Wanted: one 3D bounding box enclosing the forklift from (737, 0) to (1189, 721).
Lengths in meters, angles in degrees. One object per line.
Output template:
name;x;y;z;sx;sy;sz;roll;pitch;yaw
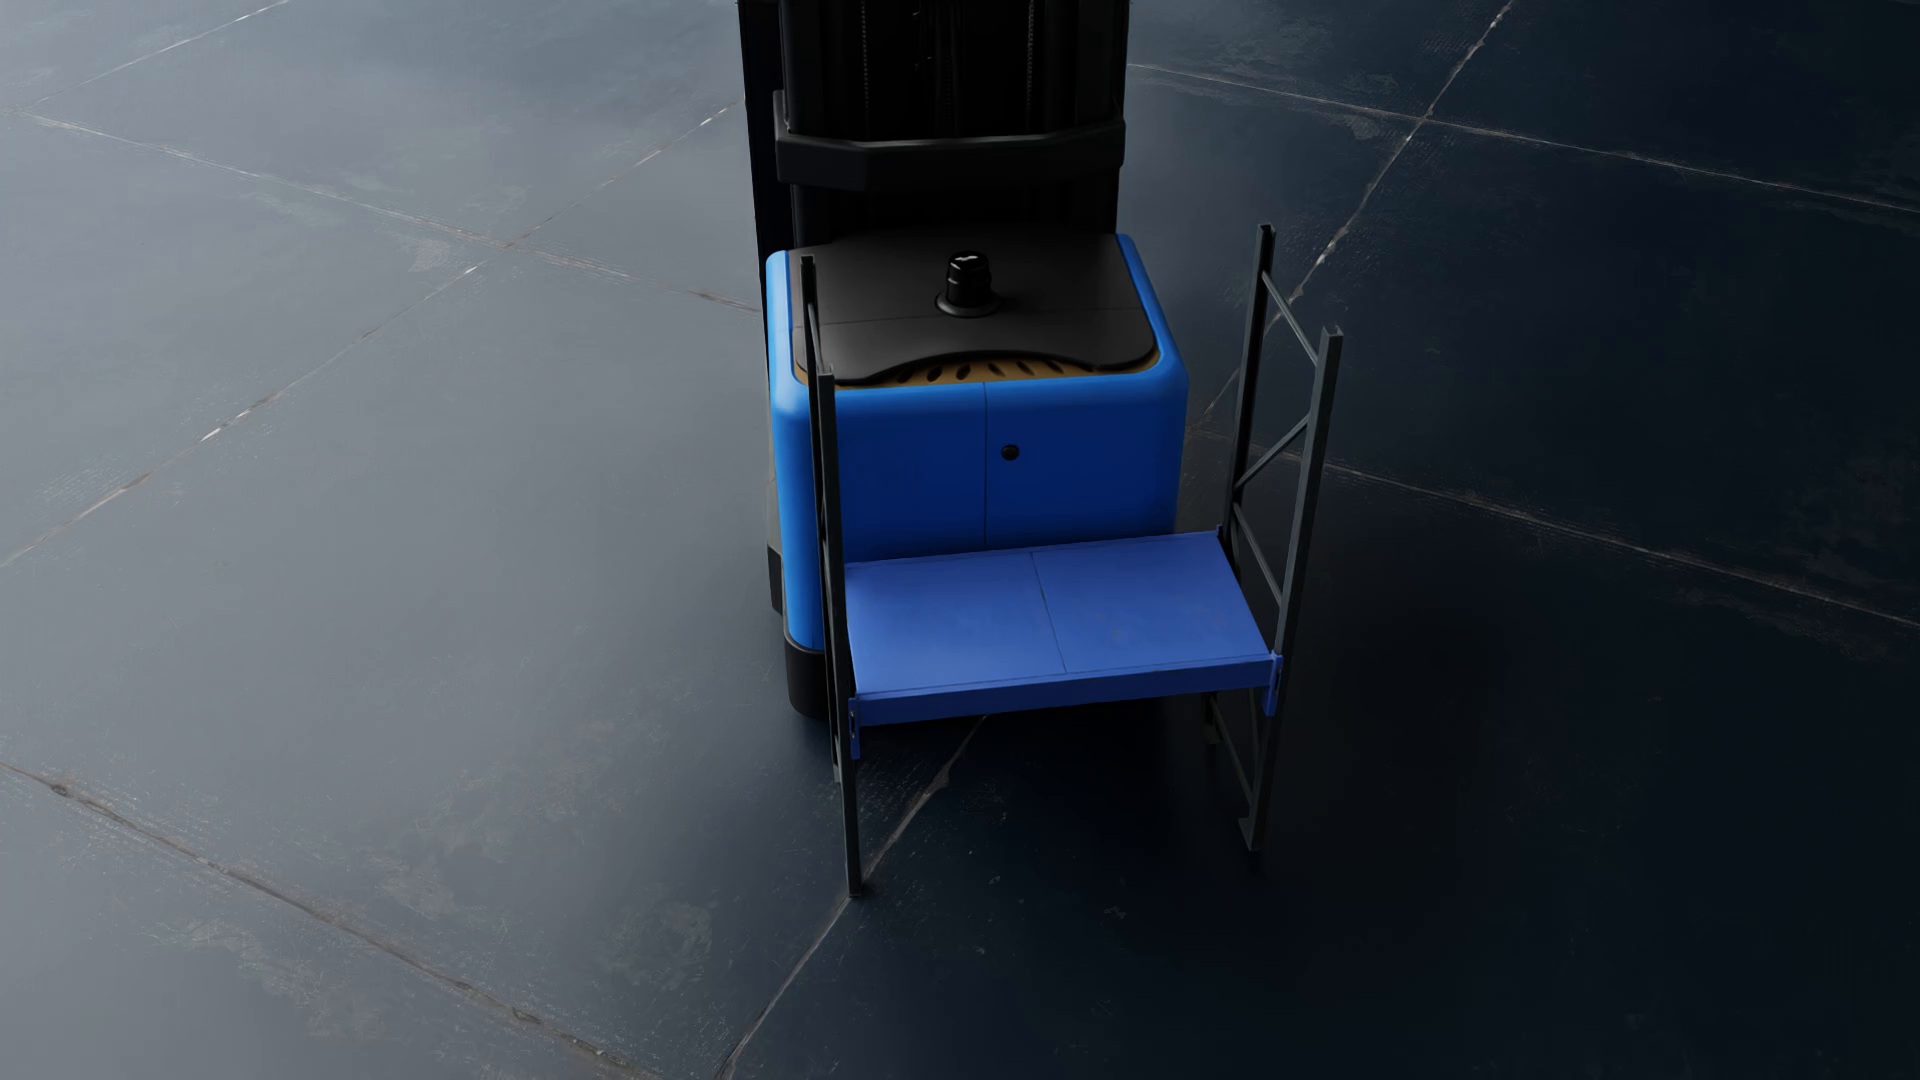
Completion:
forklift;-0.099;-1.560;4.880;1.130;2.935;3.031;-4;37;-5

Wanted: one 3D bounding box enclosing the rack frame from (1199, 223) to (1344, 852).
rack frame;0.712;0.043;3.953;0.032;1.500;0.500;-5;38;-7

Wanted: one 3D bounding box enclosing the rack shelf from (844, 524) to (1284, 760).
rack shelf;0.209;0.231;4.003;1.000;0.185;0.538;-5;38;-7

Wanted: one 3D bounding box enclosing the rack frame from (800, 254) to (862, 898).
rack frame;-0.293;0.132;3.835;0.032;1.500;0.500;-5;38;-7

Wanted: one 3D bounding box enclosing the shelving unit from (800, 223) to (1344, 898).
shelving unit;0.209;0.087;3.894;1.048;1.500;0.538;-5;38;-7
